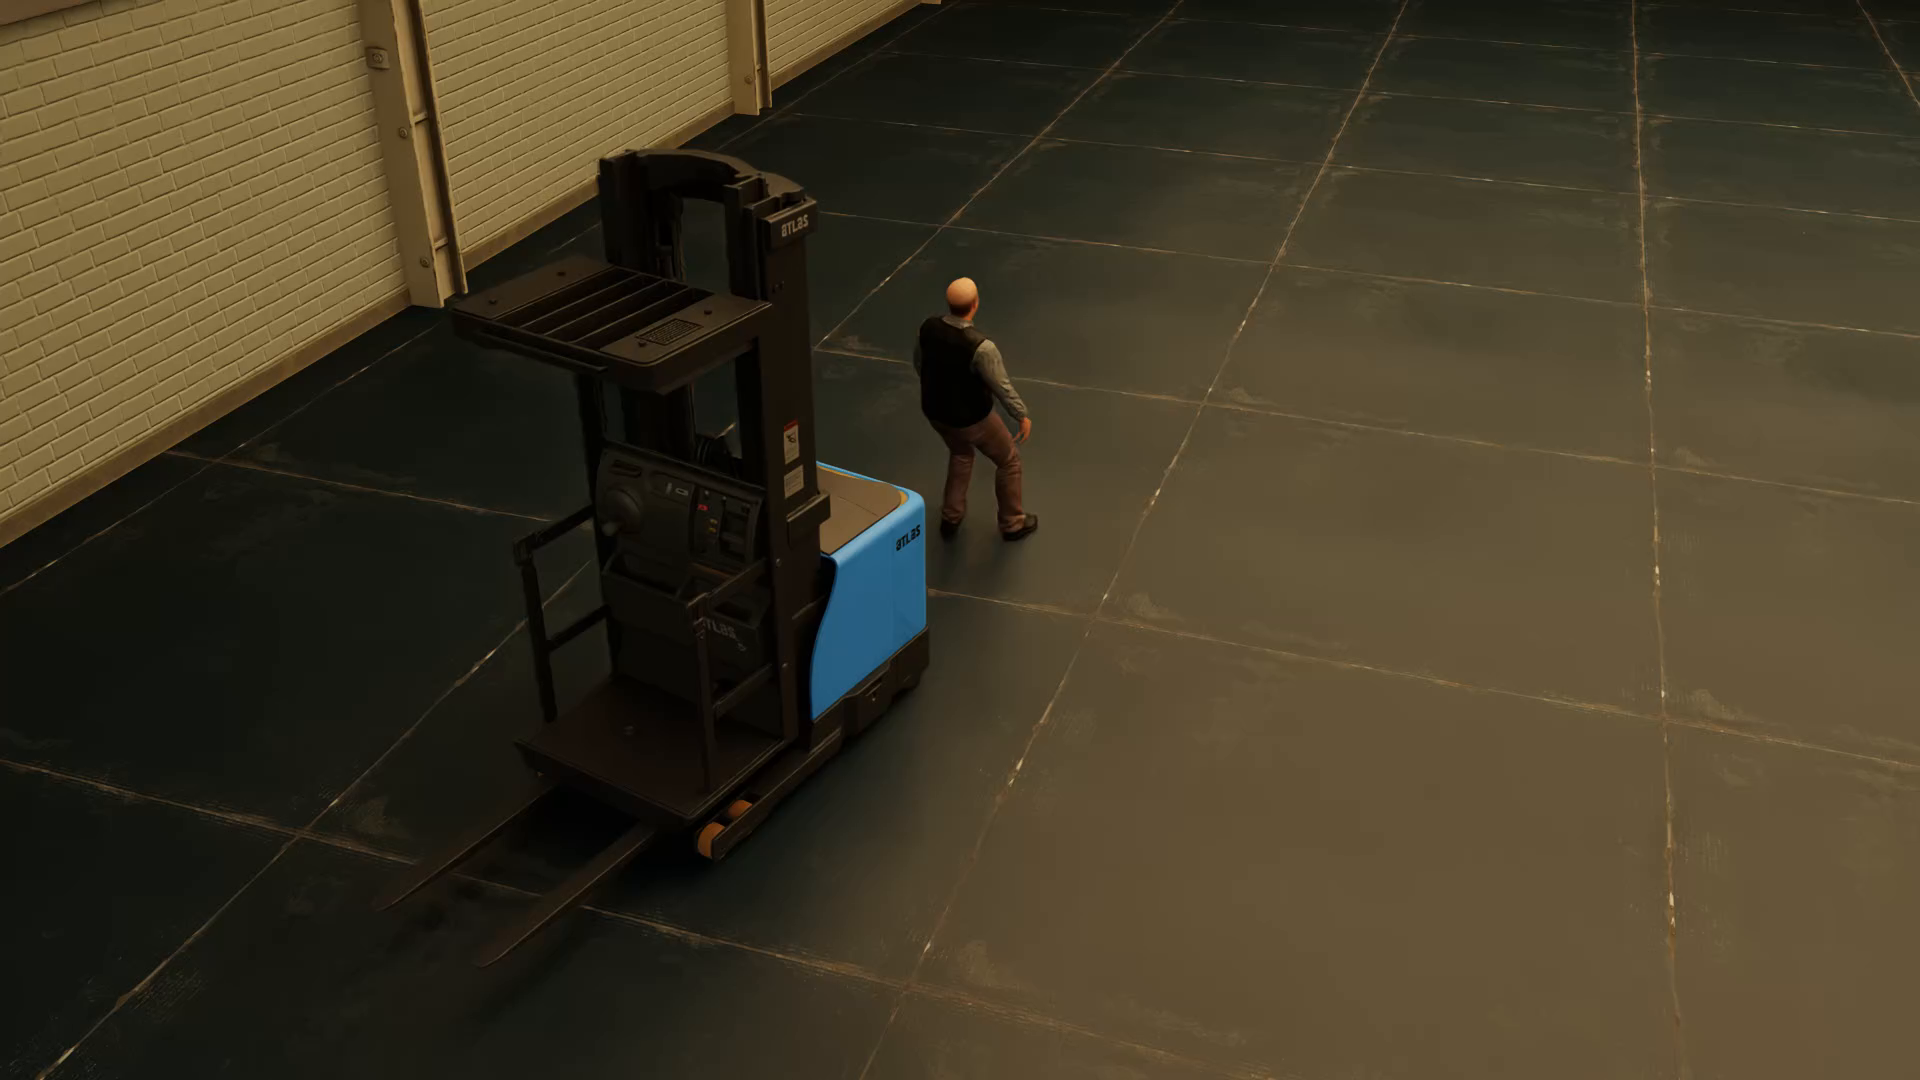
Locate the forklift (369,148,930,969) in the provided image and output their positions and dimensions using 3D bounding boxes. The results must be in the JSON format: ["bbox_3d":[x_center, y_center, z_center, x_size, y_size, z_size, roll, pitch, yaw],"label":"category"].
[{"bbox_3d":[-1.379,-0.088,7.291,1.130,2.935,3.031,18,34,28],"label":"forklift"}]

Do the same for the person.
[{"bbox_3d":[0.111,-0.781,9.790,0.717,1.666,0.610,22,36,33],"label":"person"}]
